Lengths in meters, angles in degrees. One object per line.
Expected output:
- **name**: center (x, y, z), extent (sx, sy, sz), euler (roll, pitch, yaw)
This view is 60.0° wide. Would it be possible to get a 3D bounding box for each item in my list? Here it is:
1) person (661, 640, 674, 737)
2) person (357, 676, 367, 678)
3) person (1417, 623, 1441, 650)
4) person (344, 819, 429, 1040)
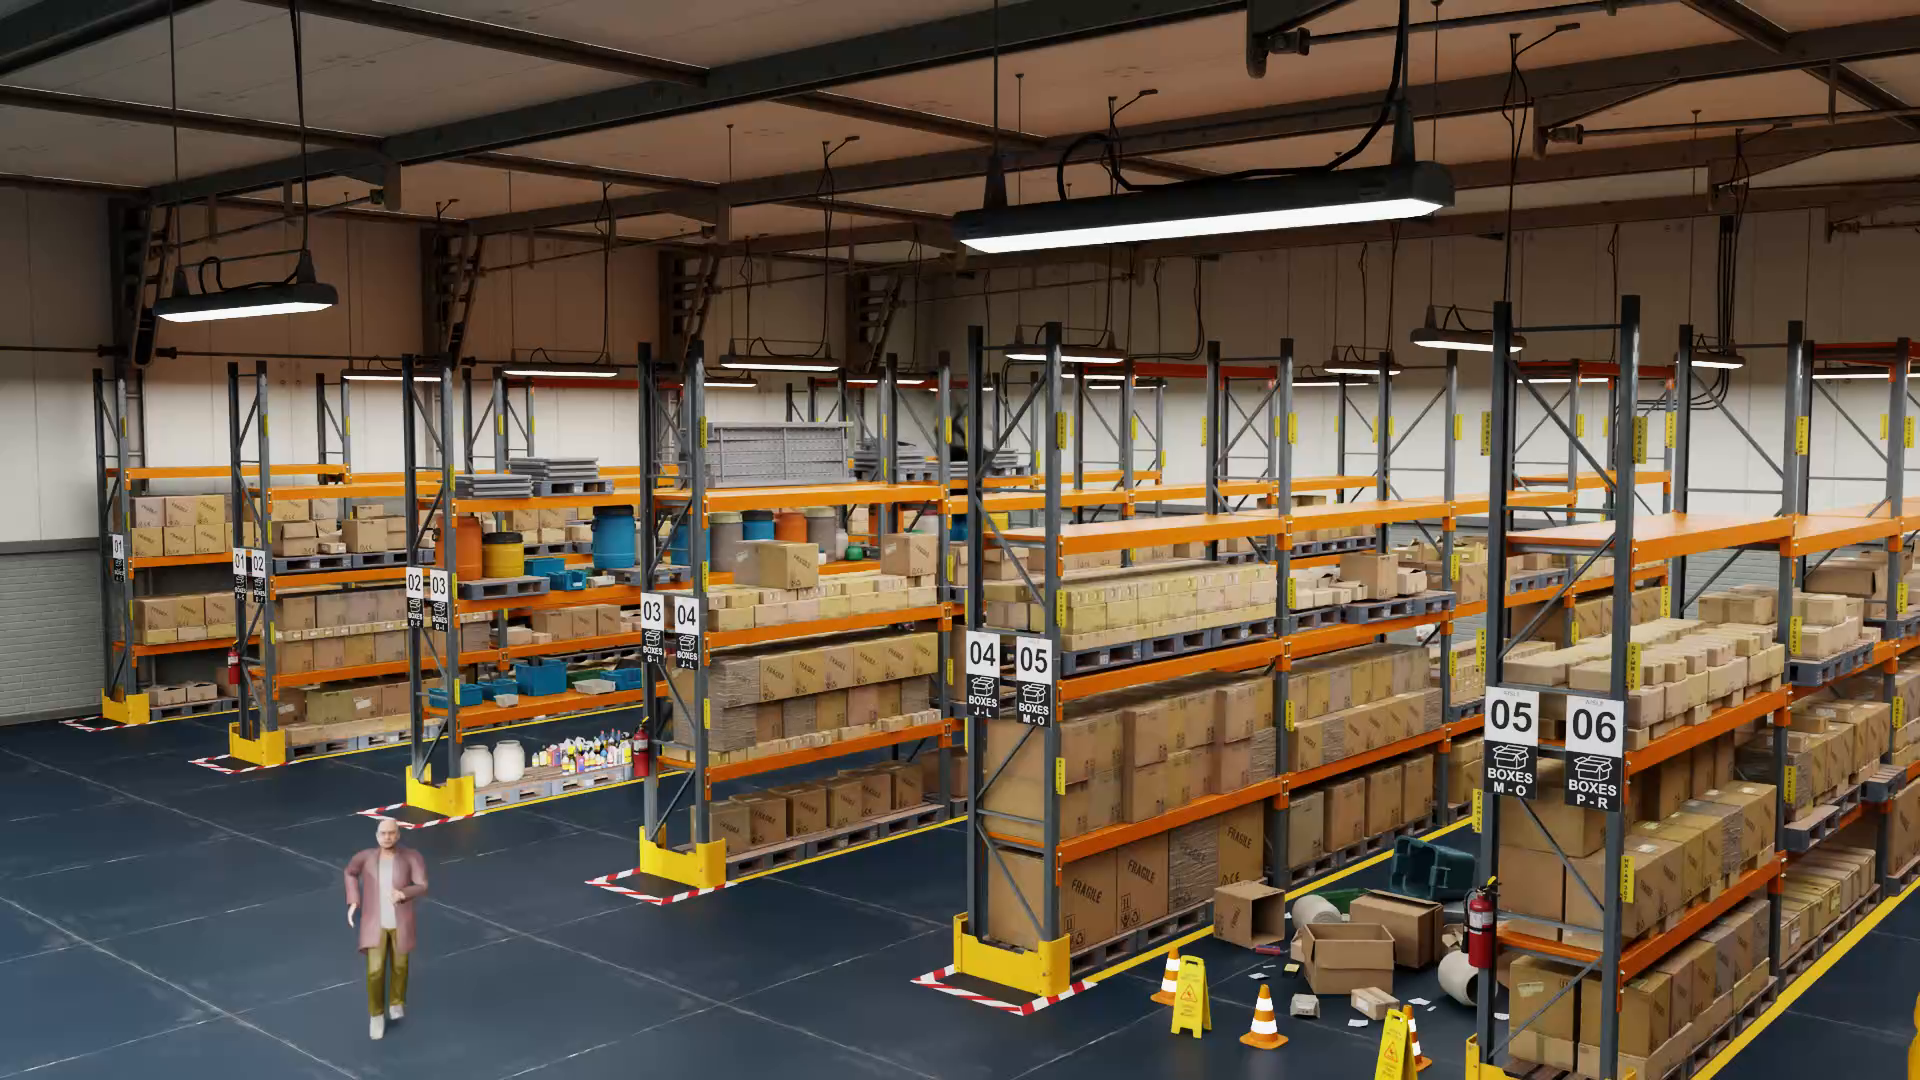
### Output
- **person**: center (-4.742, 2.358, 26.541), extent (0.698, 1.741, 0.662), euler (4, 6, 42)
- **person**: center (-10.228, 2.229, 28.556), extent (0.575, 1.695, 0.955), euler (3, 5, 35)
- **person**: center (8.656, 2.070, 30.713), extent (0.583, 1.699, 0.914), euler (-3, 5, -31)
- **person**: center (-4.812, 3.252, 13.982), extent (0.671, 1.817, 0.798), euler (-2, 4, -20)
